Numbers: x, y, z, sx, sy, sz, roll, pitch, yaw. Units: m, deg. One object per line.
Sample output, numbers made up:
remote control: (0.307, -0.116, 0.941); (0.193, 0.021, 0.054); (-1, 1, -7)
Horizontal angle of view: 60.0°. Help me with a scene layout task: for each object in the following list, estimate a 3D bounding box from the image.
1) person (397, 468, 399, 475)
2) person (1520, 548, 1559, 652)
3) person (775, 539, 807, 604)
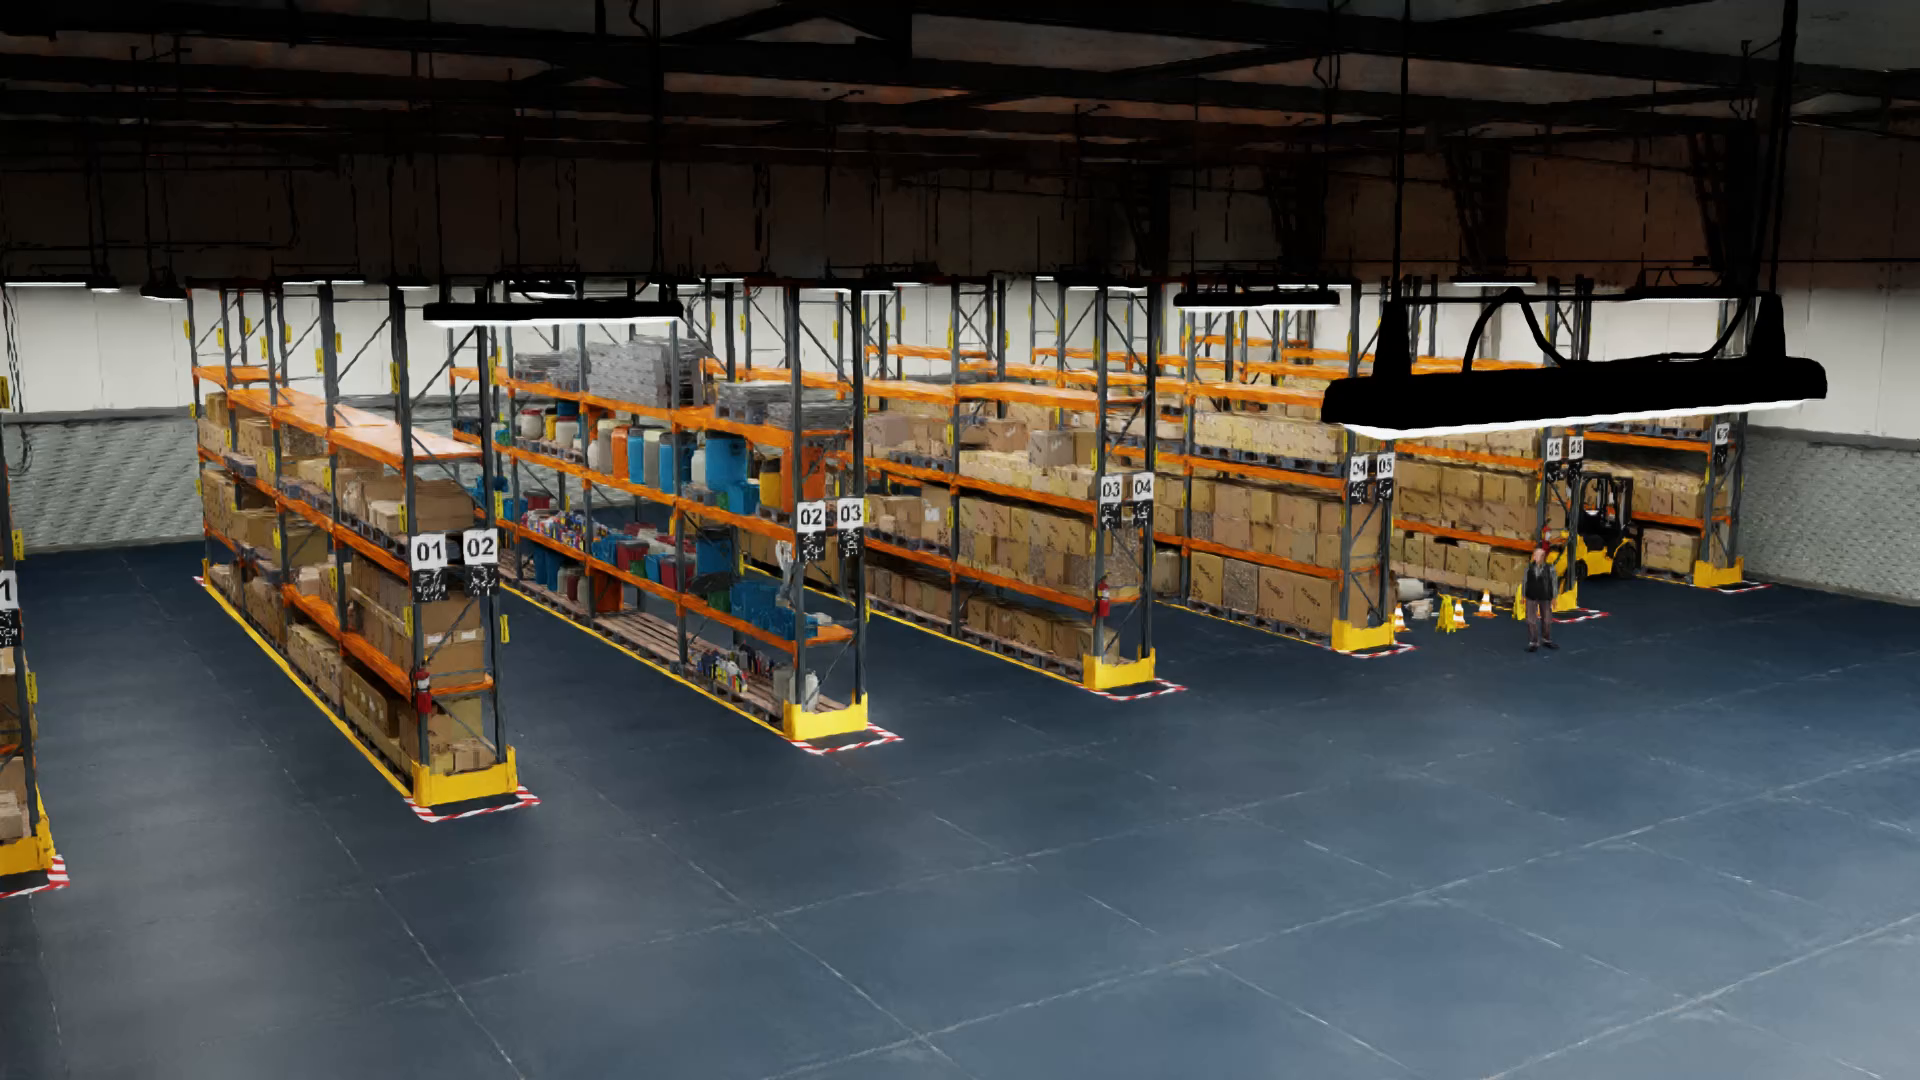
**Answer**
person: (-12.663, -0.826, 37.495); (0.460, 1.780, 0.704); (0, 10, 3)
person: (9.496, 0.962, 27.201); (0.628, 1.713, 0.536); (6, 11, 30)
person: (-3.119, 0.403, 30.753); (0.639, 1.632, 0.506); (-6, 12, -34)
